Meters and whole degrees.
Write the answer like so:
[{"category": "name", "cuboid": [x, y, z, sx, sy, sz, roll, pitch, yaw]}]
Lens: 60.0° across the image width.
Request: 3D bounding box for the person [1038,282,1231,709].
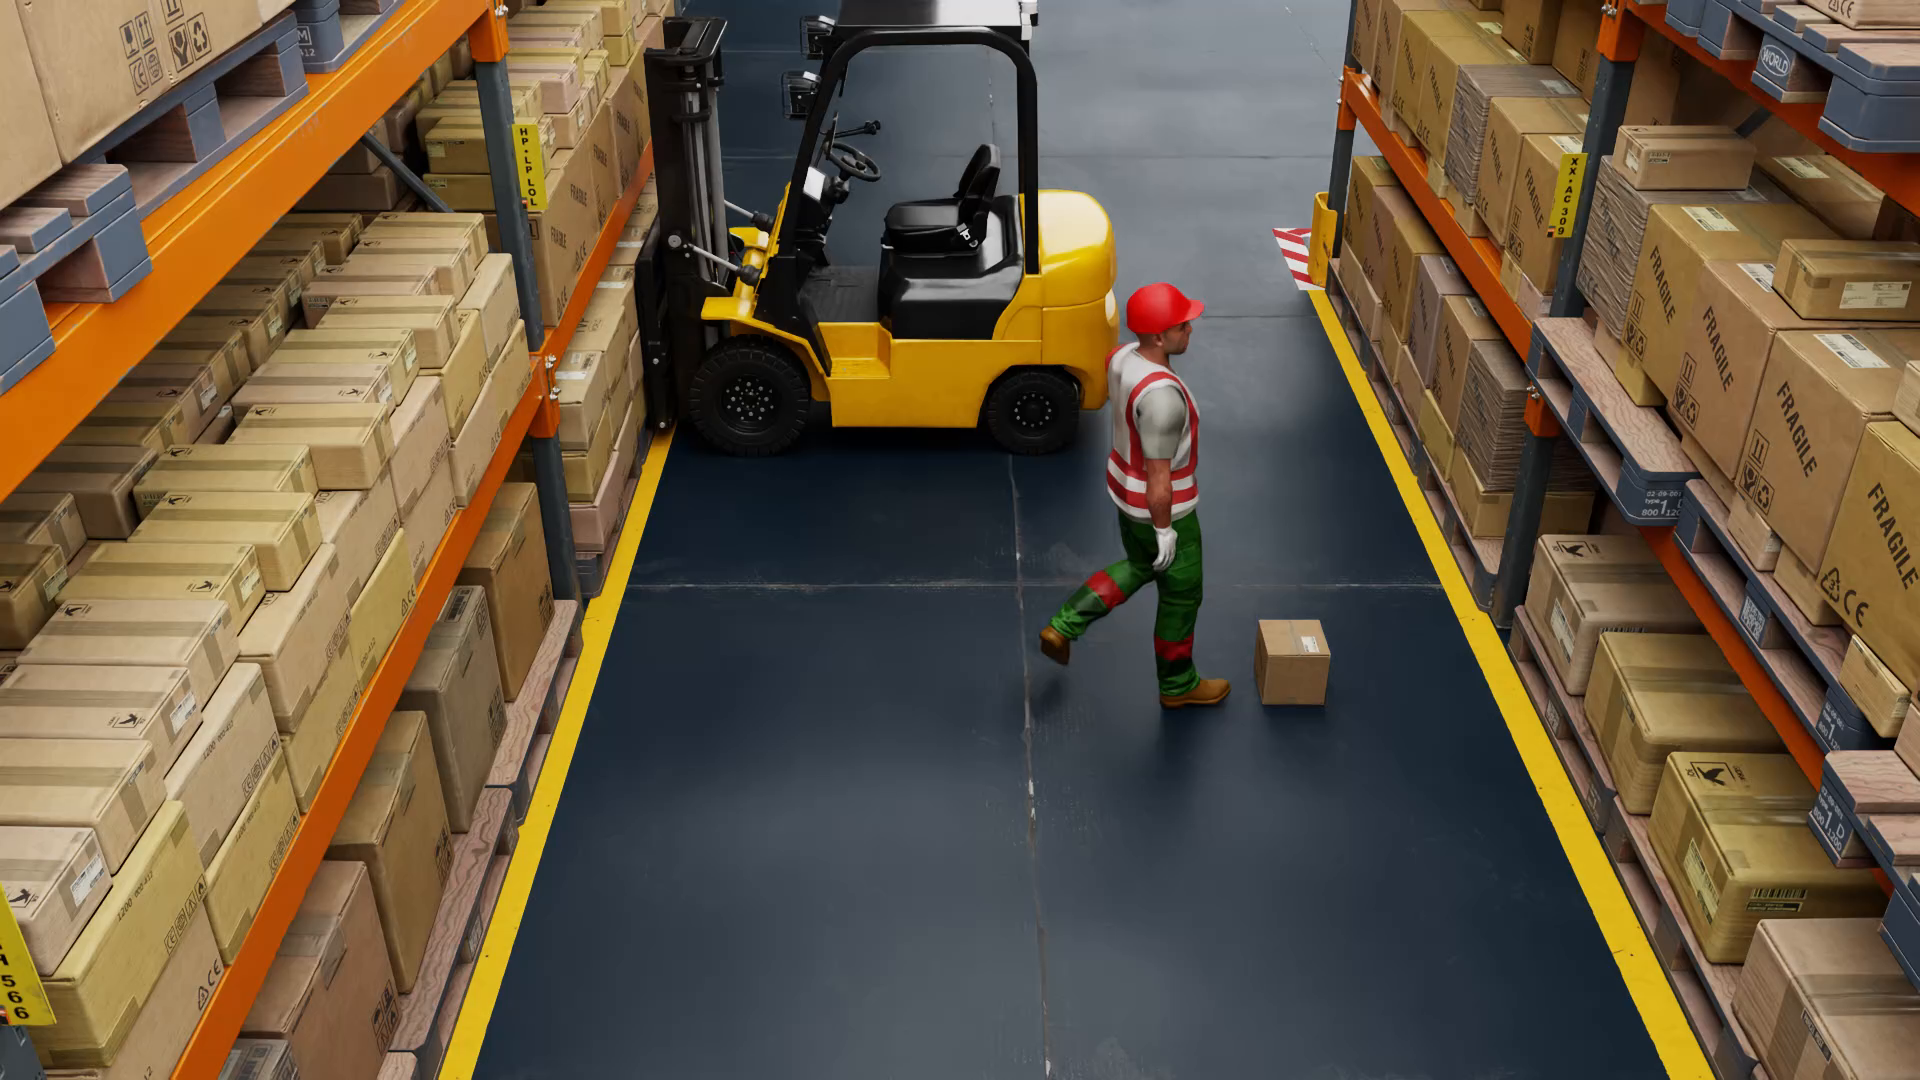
[{"category": "person", "cuboid": [0.699, -0.155, 6.357, 0.754, 1.776, 0.571, -8, 32, -13]}]
